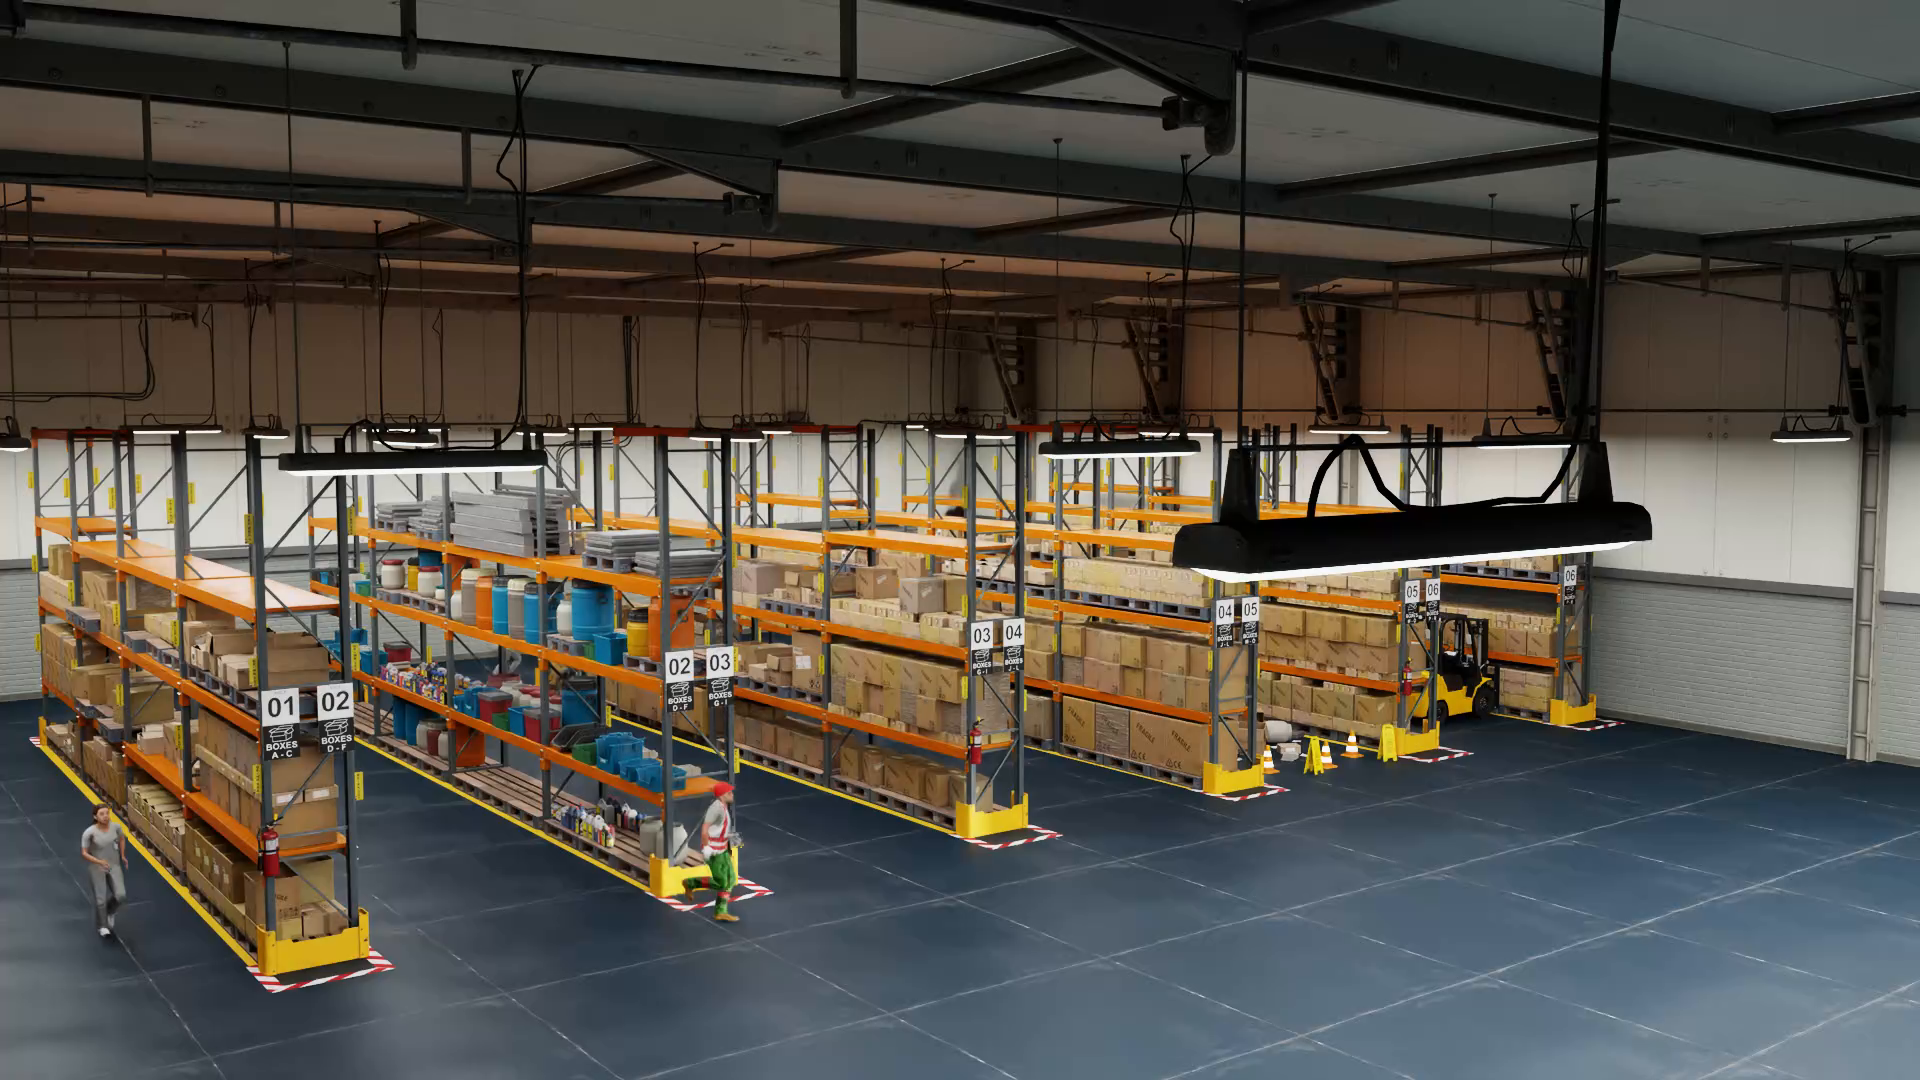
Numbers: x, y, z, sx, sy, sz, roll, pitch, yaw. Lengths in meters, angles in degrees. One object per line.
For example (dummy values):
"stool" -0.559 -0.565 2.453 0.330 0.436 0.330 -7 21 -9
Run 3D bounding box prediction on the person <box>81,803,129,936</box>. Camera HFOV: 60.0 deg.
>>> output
"person" -10.219 3.951 19.919 0.636 1.624 0.543 4 6 45

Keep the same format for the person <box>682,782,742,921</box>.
"person" -3.087 3.862 20.639 0.727 1.738 0.694 0 4 3

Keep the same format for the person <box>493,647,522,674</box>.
"person" -10.354 2.466 38.060 0.864 1.764 0.715 -2 5 -22

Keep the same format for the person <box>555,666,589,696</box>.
"person" -7.293 3.031 31.460 0.871 1.771 0.595 4 6 38
